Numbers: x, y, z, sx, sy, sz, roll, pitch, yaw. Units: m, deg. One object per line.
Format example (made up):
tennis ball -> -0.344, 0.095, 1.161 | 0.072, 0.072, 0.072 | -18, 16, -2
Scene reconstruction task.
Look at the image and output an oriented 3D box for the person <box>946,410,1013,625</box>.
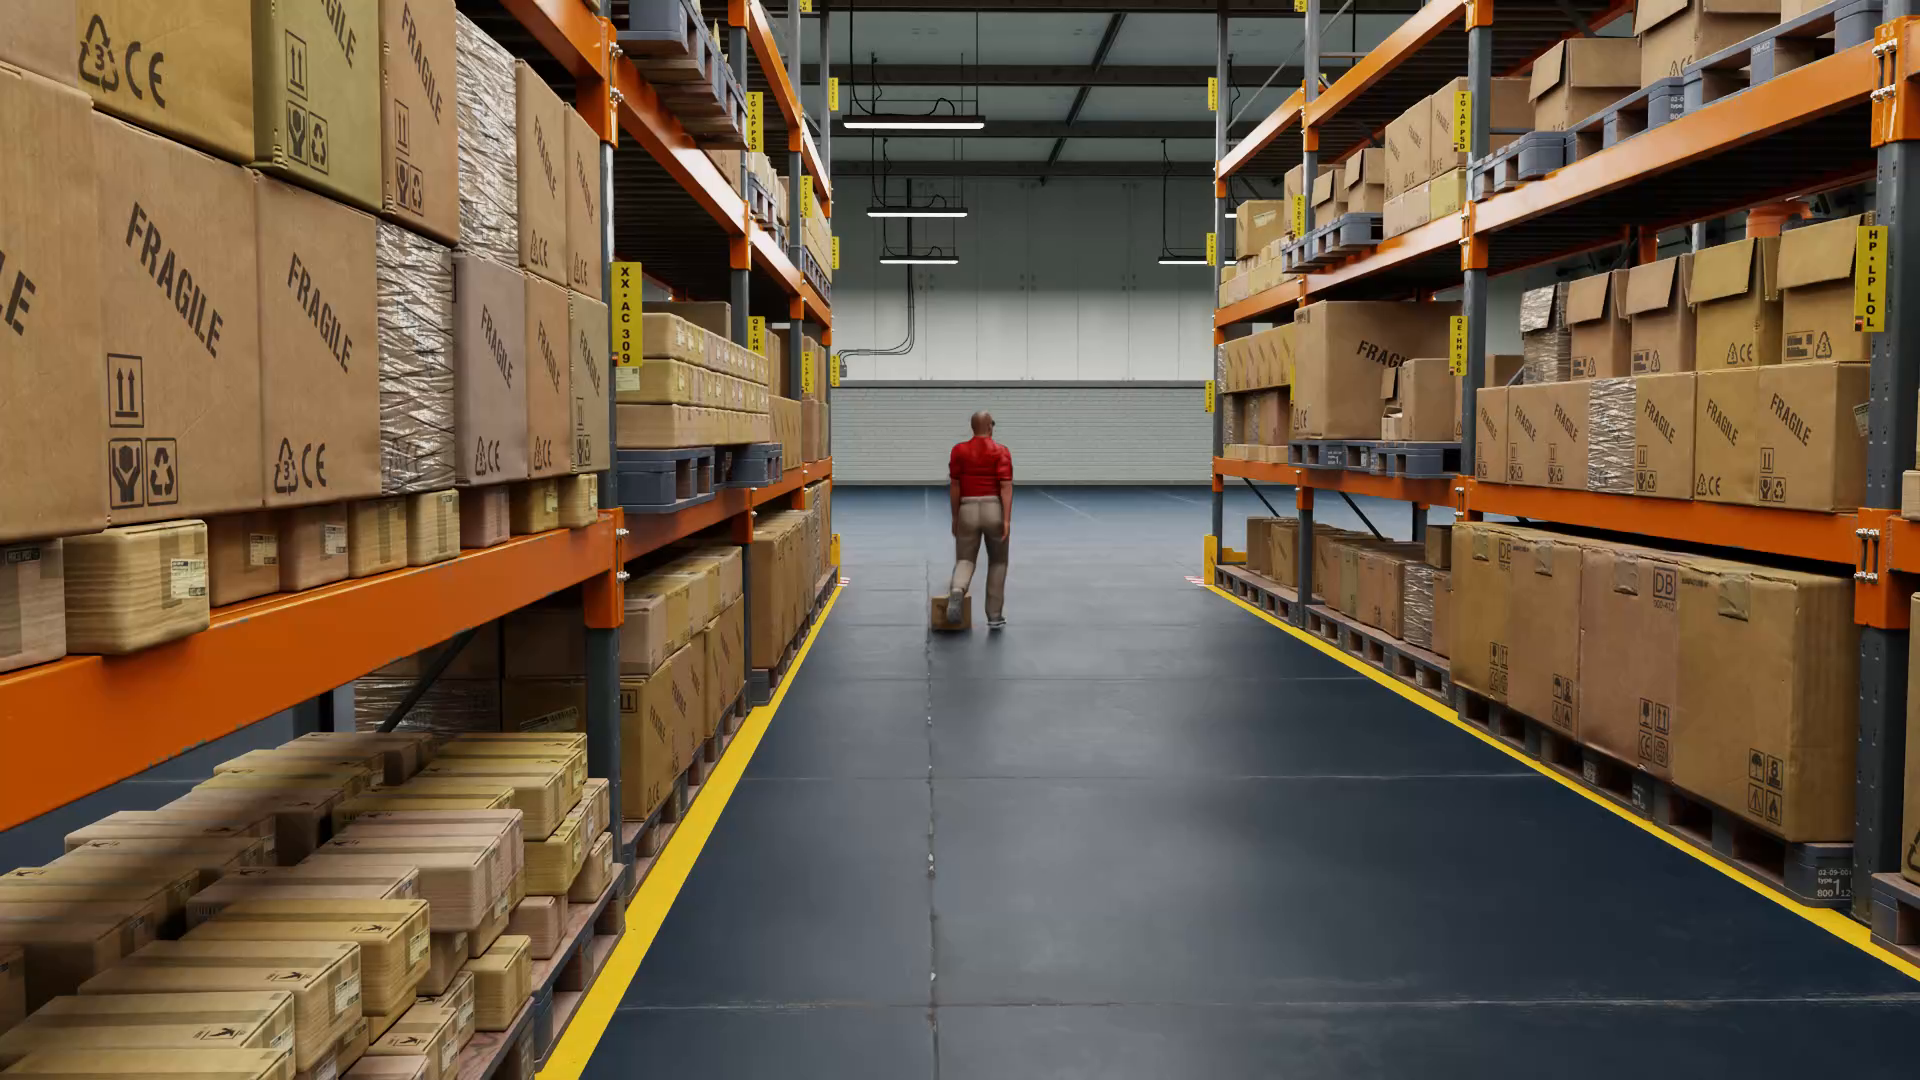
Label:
person -> 0.166, -0.165, 13.104 | 0.522, 1.707, 0.704 | 1, 4, 13
